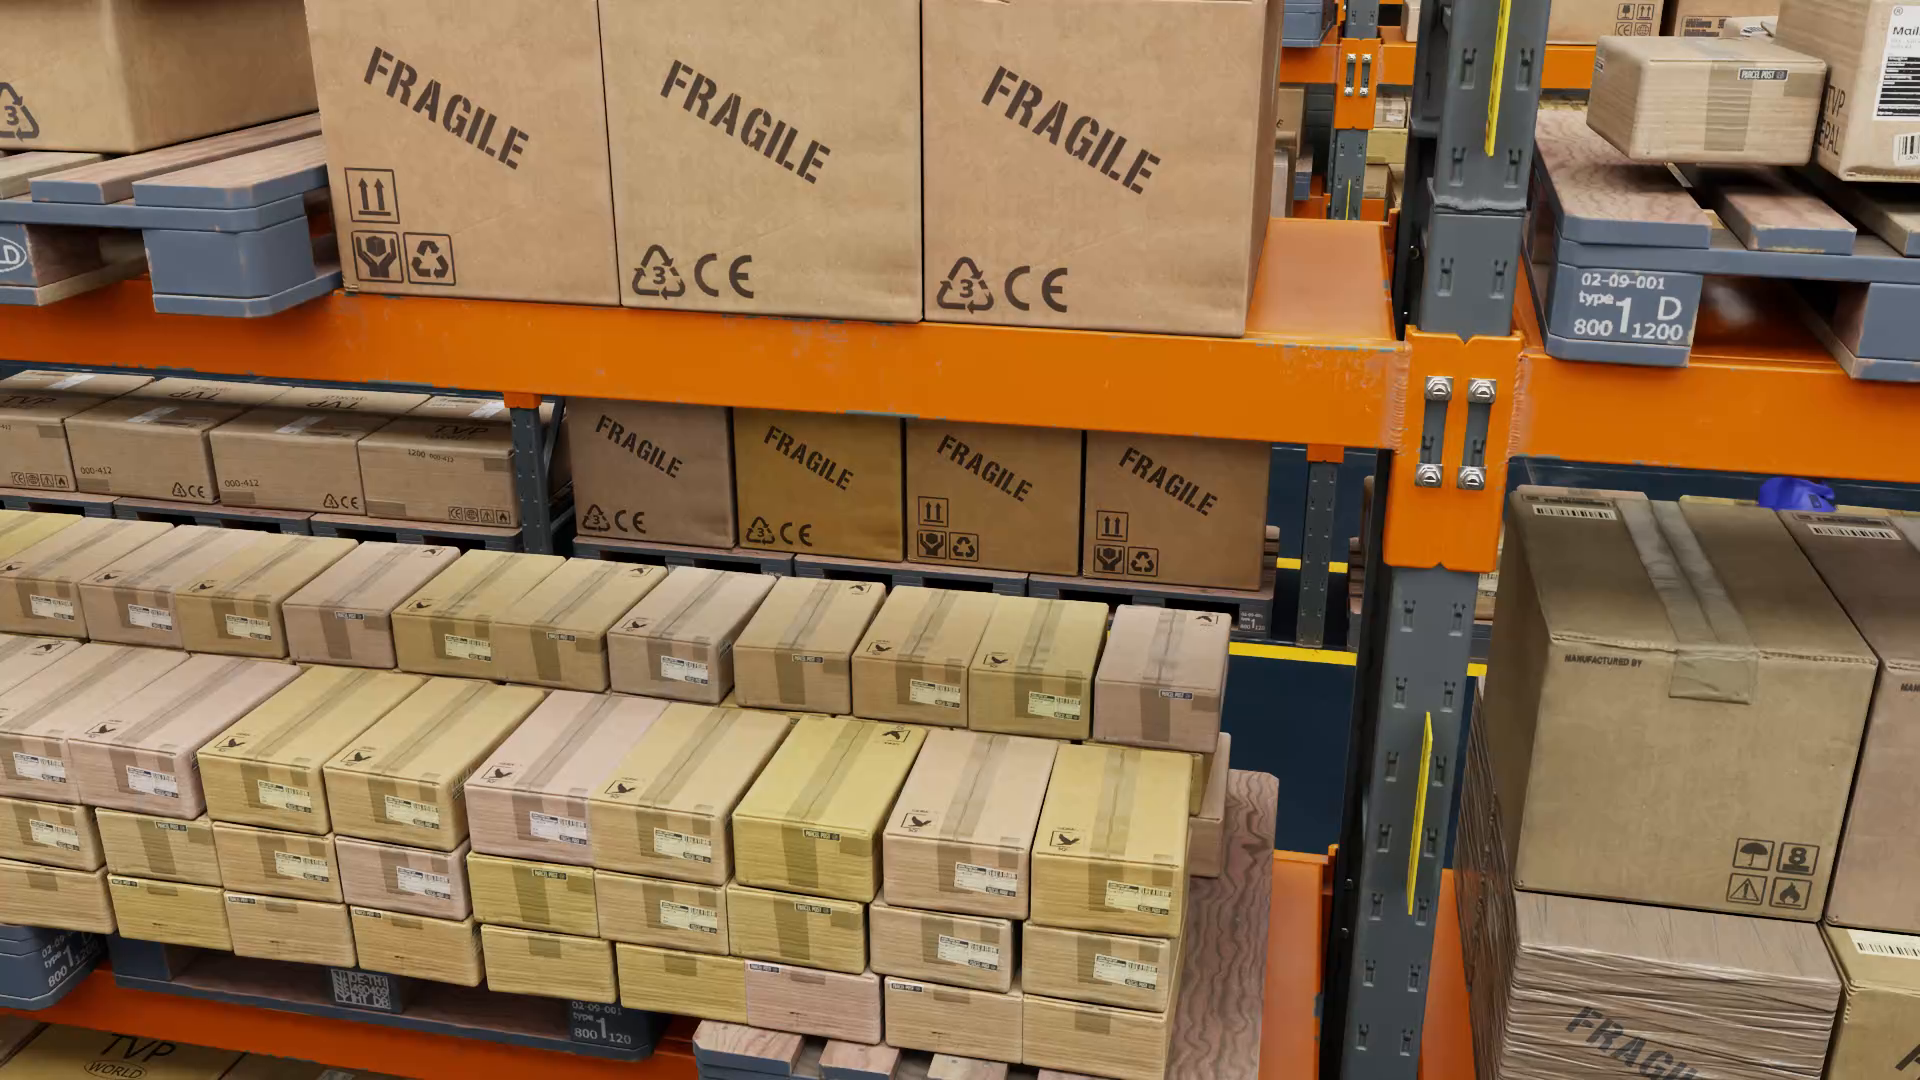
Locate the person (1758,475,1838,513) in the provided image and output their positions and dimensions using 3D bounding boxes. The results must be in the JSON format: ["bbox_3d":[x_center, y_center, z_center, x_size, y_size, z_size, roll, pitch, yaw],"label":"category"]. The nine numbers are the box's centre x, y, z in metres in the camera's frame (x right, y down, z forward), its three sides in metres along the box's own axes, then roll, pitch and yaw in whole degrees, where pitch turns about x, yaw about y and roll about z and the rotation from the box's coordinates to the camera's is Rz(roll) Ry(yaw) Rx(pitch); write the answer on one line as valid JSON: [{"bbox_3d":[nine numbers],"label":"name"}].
[{"bbox_3d":[3.221,0.337,6.224,0.714,1.645,0.447,2,22,5],"label":"person"}]
